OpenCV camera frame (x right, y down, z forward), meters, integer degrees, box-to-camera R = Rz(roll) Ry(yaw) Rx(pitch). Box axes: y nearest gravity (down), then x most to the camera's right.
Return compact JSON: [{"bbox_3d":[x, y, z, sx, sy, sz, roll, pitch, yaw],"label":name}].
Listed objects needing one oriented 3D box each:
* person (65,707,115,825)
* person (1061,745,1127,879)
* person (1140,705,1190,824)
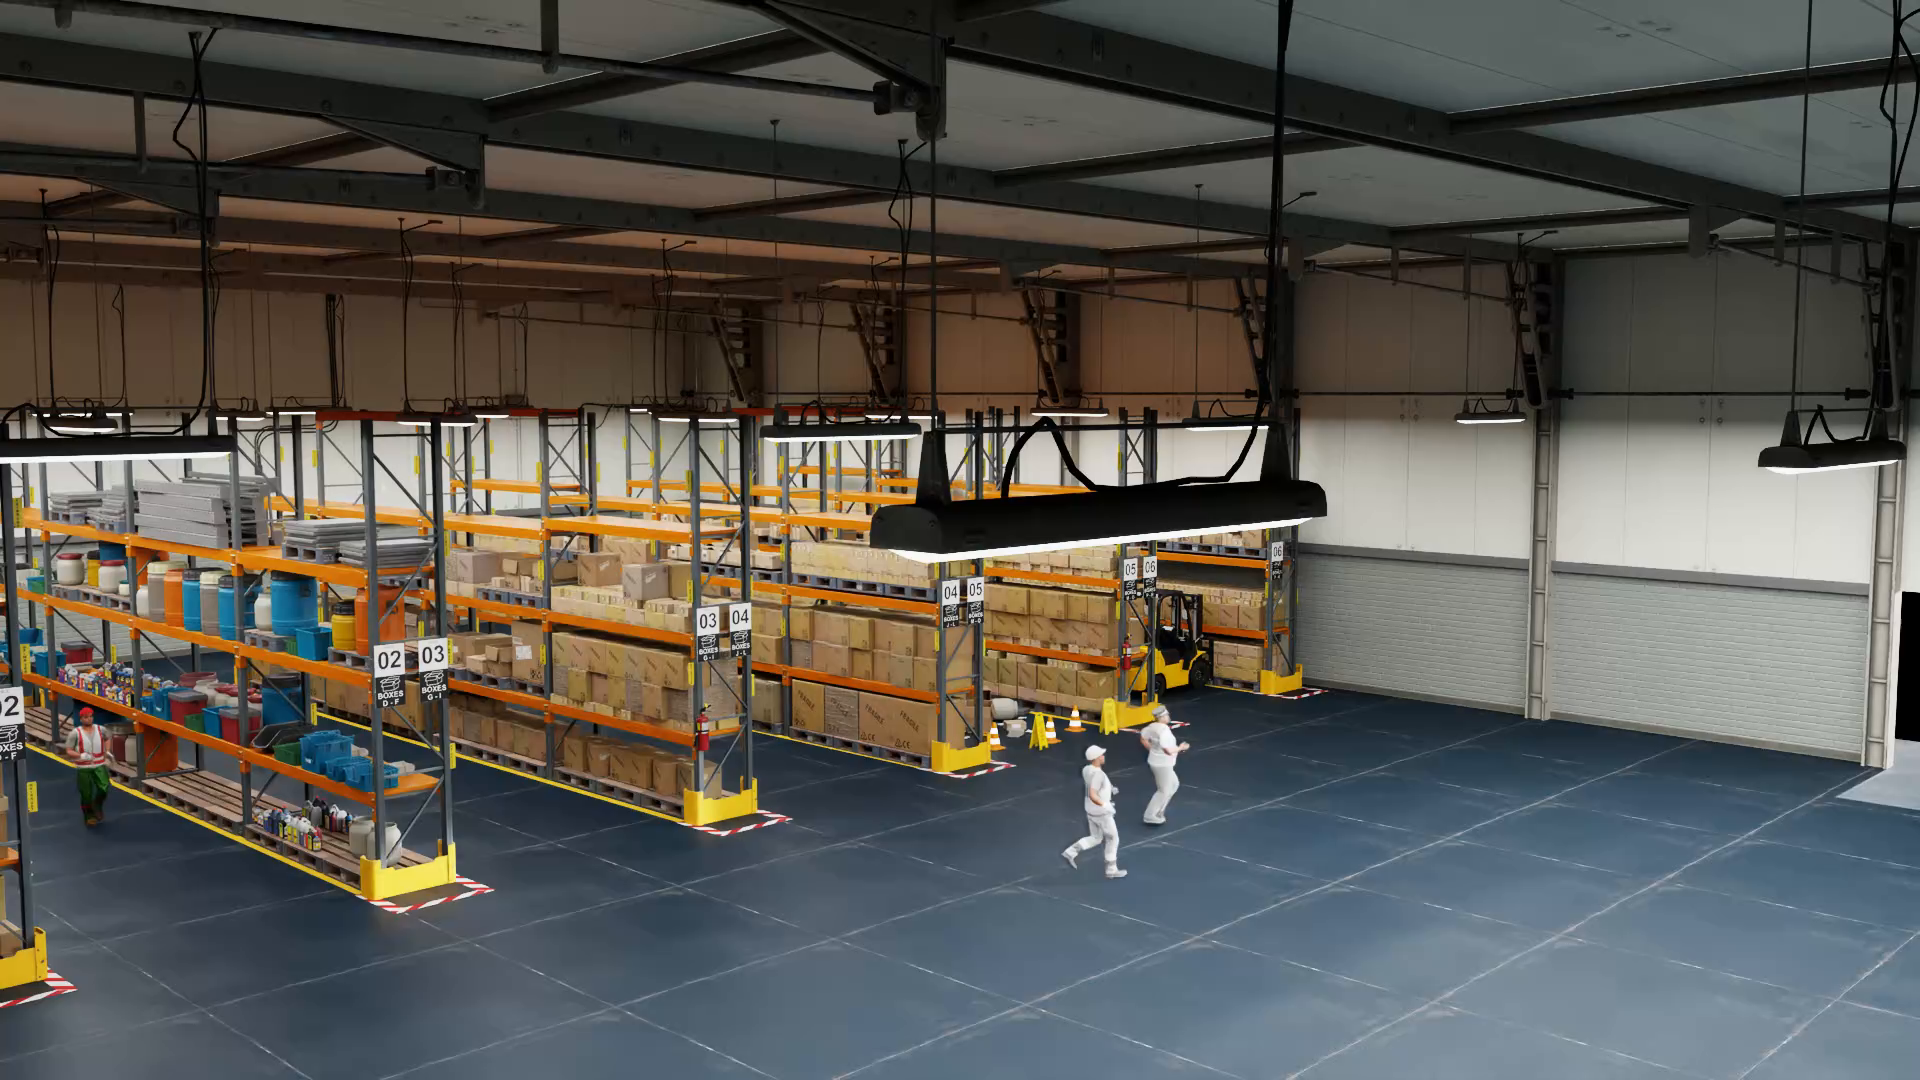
[{"bbox_3d":[-12.634,3.304,24.200,0.642,1.745,0.615,-4,7,-41],"label":"person"},{"bbox_3d":[1.765,3.540,21.619,0.867,1.761,0.669,-1,5,-14],"label":"person"},{"bbox_3d":[3.007,3.304,24.371,0.676,1.810,0.643,-1,5,-10],"label":"person"}]
